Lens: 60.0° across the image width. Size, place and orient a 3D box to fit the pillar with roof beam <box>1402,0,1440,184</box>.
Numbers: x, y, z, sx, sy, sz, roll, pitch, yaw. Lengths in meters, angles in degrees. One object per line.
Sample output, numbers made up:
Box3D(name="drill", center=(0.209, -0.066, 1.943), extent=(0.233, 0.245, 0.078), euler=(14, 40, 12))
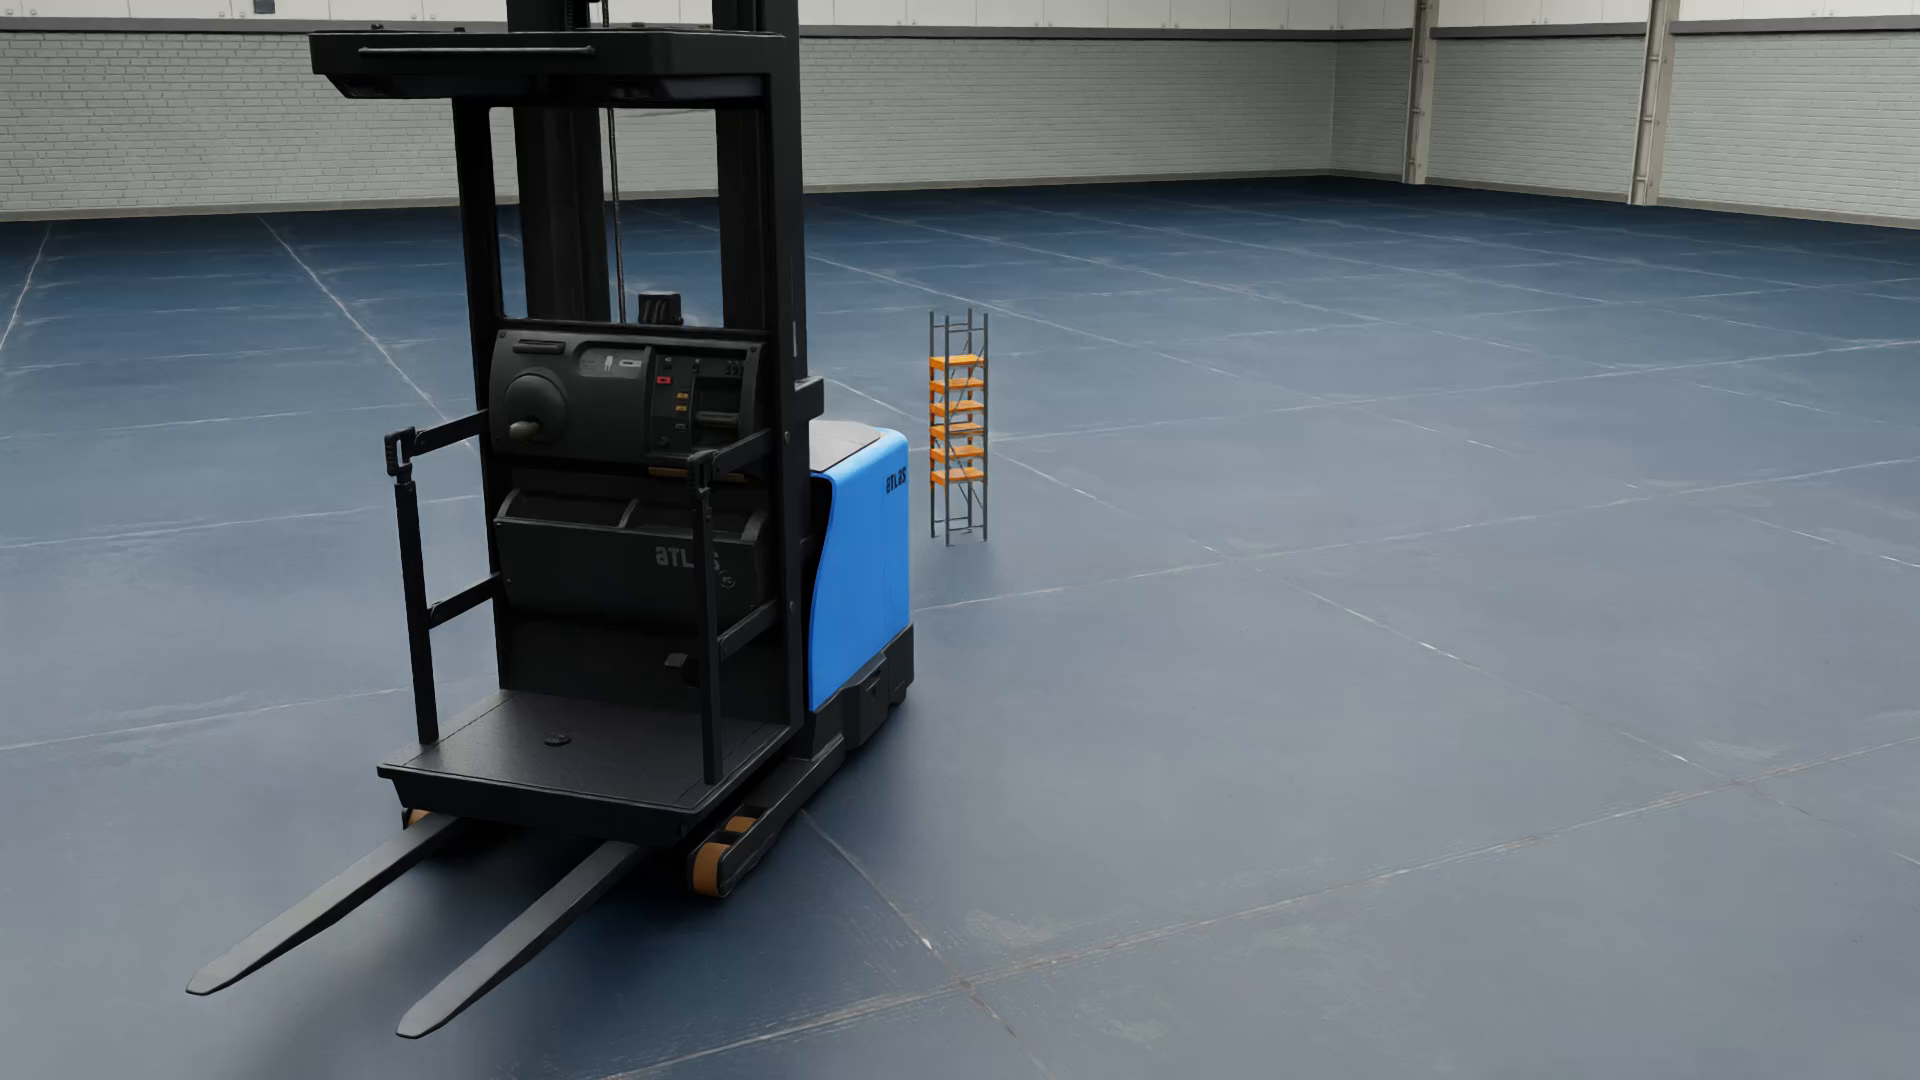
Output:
Box3D(name="pillar with roof beam", center=(5.575, -11.225, 31.553), extent=(9.100, 9.000, 0.400), euler=(-8, 18, -25))

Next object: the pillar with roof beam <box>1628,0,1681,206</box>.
Box3D(name="pillar with roof beam", center=(8.204, -9.737, 26.369), extent=(9.100, 9.000, 0.400), euler=(-8, 18, -25))

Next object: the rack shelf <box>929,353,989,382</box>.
Box3D(name="rack shelf", center=(-0.006, -0.884, 8.511), extent=(0.258, 0.103, 0.180), euler=(-8, 18, -25))

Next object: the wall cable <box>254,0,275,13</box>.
Box3D(name="wall cable", center=(-10.432, -11.607, 26.719), extent=(2.305, 6.003, 0.169), euler=(-8, 18, -25))

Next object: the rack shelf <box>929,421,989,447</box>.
Box3D(name="rack shelf", center=(-0.006, -0.538, 8.610), extent=(0.258, 0.103, 0.180), euler=(-8, 18, -25))

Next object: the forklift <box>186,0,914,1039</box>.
Box3D(name="forklift", center=(-1.121, -0.456, 5.027), extent=(1.130, 2.935, 3.031), euler=(5, 17, 17))

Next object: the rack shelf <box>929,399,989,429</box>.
Box3D(name="rack shelf", center=(-0.006, -0.653, 8.577), extent=(0.258, 0.103, 0.180), euler=(-8, 18, -25))

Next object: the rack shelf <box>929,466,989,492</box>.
Box3D(name="rack shelf", center=(-0.006, -0.307, 8.676), extent=(0.258, 0.103, 0.180), euler=(-8, 18, -25))

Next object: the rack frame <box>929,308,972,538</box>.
Box3D(name="rack frame", center=(-0.046, -0.603, 8.677), extent=(0.240, 1.200, 0.006), euler=(-8, 18, -25))

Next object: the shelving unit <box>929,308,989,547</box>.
Box3D(name="shelving unit", center=(-0.006, -0.580, 8.598), extent=(0.258, 1.200, 0.189), euler=(-8, 18, -25))

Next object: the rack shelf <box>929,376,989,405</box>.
Box3D(name="rack shelf", center=(-0.006, -0.768, 8.544), extent=(0.258, 0.103, 0.180), euler=(-8, 18, -25))

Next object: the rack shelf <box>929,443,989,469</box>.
Box3D(name="rack shelf", center=(-0.006, -0.422, 8.643), extent=(0.258, 0.103, 0.180), euler=(-8, 18, -25))

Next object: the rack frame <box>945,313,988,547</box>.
Box3D(name="rack frame", center=(0.034, -0.558, 8.519), extent=(0.240, 1.200, 0.006), euler=(-8, 18, -25))
